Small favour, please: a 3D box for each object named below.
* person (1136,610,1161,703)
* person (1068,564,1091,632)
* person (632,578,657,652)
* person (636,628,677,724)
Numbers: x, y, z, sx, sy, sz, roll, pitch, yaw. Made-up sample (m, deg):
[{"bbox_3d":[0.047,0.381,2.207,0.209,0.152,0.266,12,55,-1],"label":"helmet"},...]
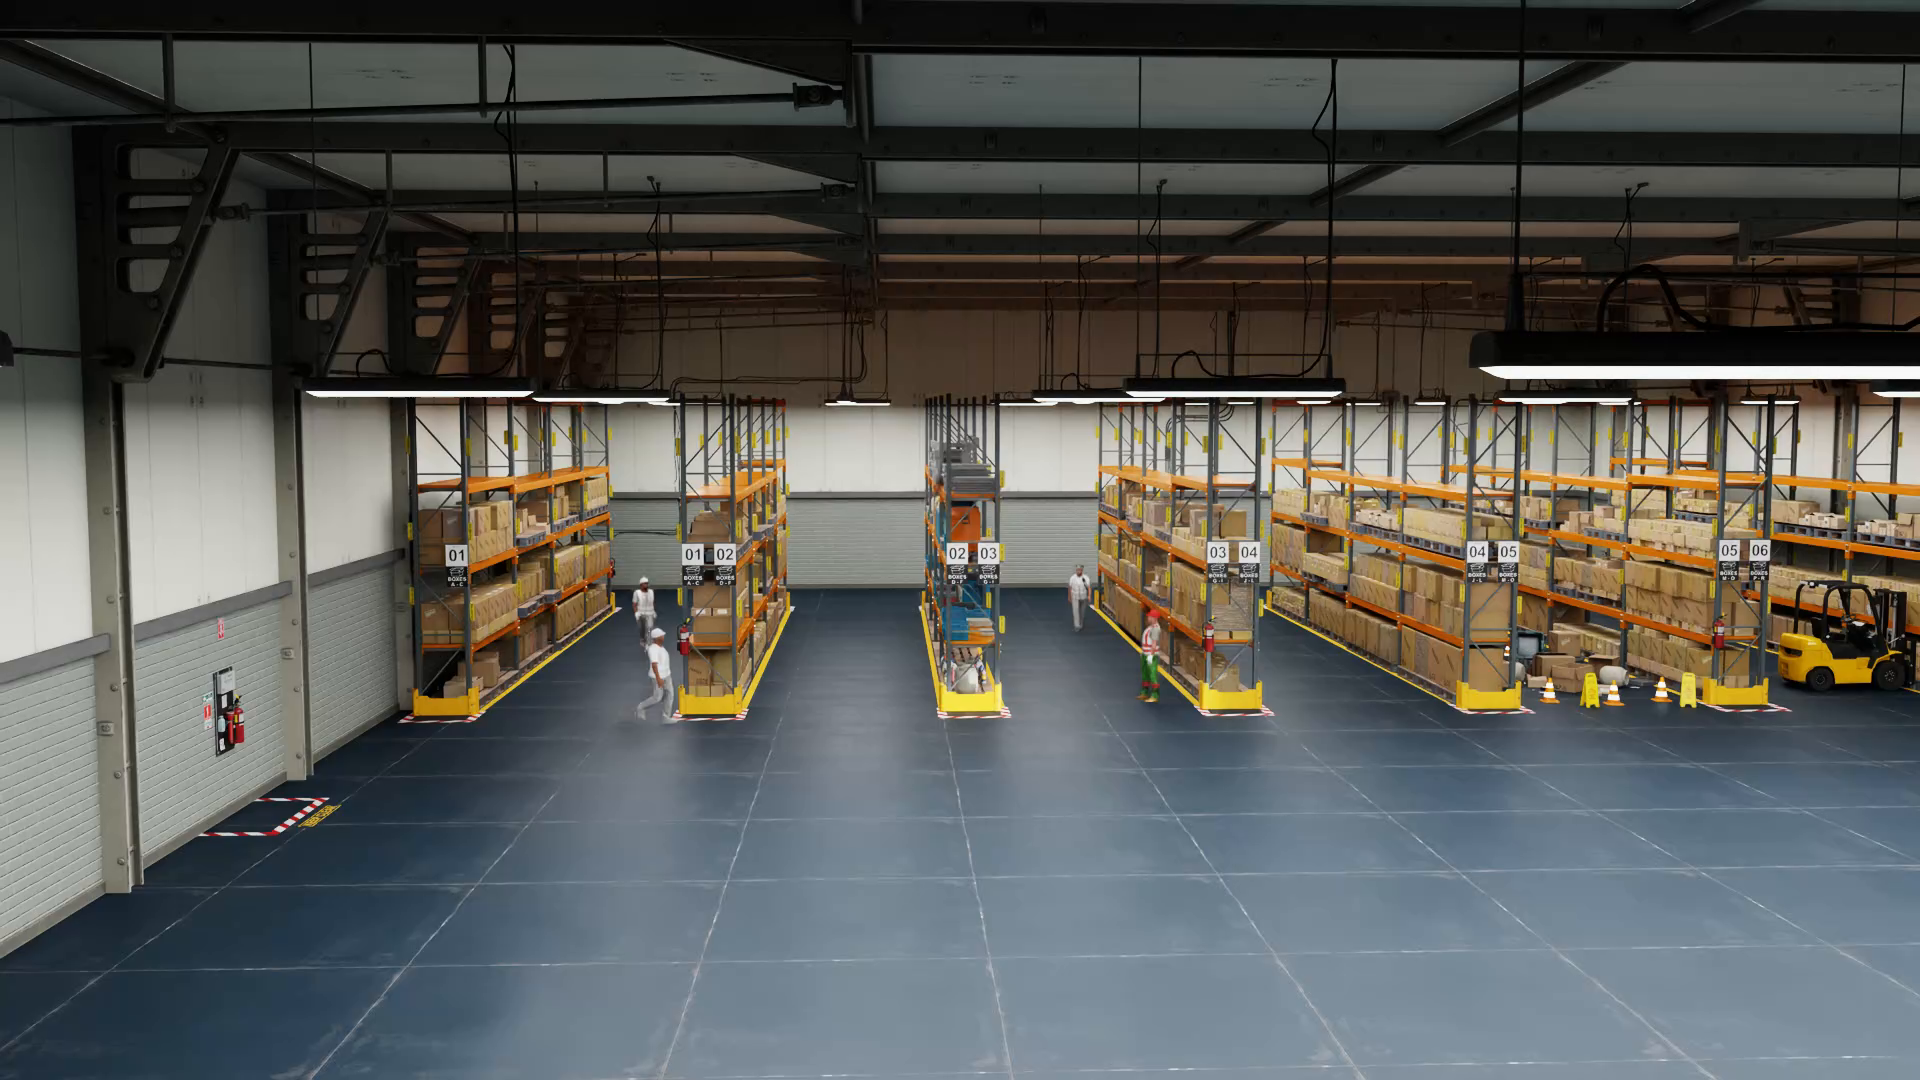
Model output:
[{"bbox_3d":[3.695,2.245,32.499,0.470,1.784,0.615,-1,5,-17],"label":"person"},{"bbox_3d":[3.087,1.474,42.702,0.554,1.720,1.060,0,5,-4],"label":"person"},{"bbox_3d":[-7.442,1.756,39.197,0.537,1.737,1.058,0,5,-6],"label":"person"},{"bbox_3d":[-5.486,2.468,30.182,0.759,1.741,0.587,2,5,28],"label":"person"}]
